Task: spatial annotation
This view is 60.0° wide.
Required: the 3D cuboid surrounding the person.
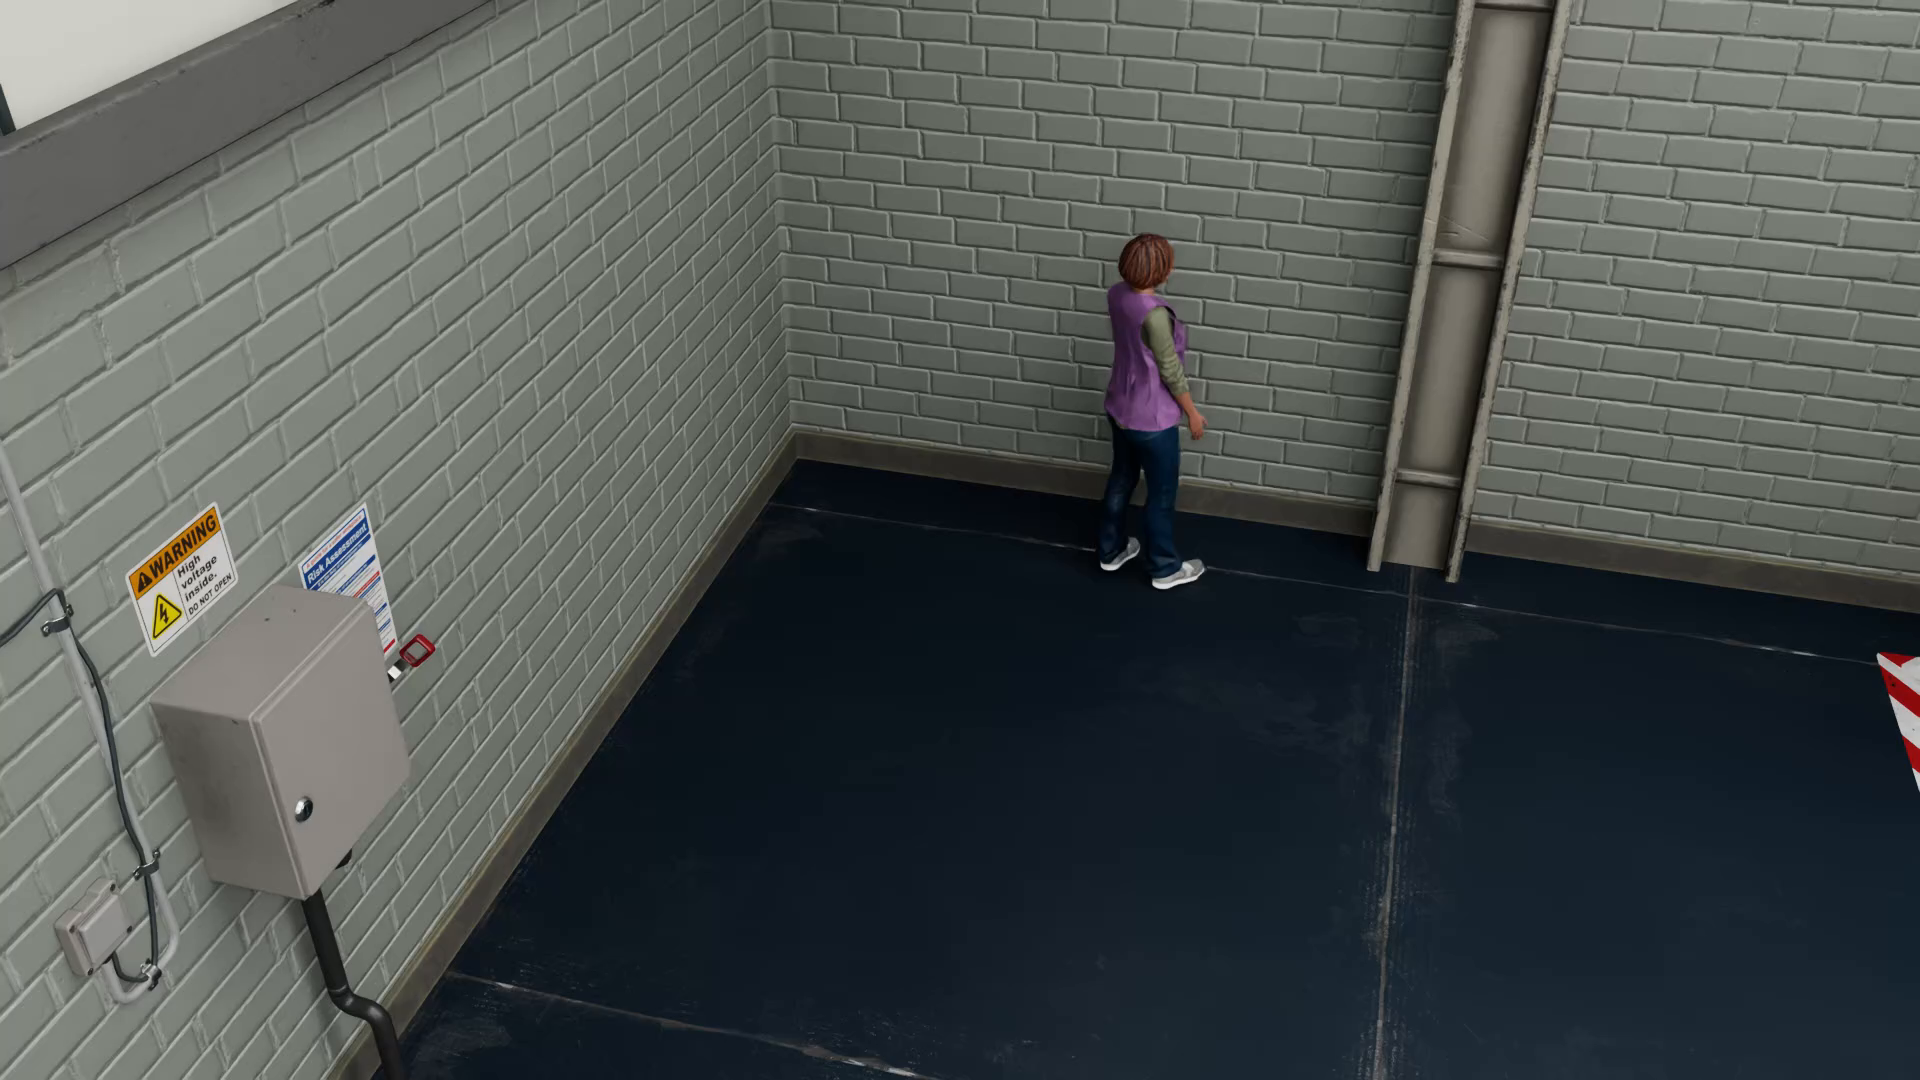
[{"bbox_3d":[0.824,-0.536,6.938,0.450,1.598,0.438,-12,35,-18],"label":"person"}]
